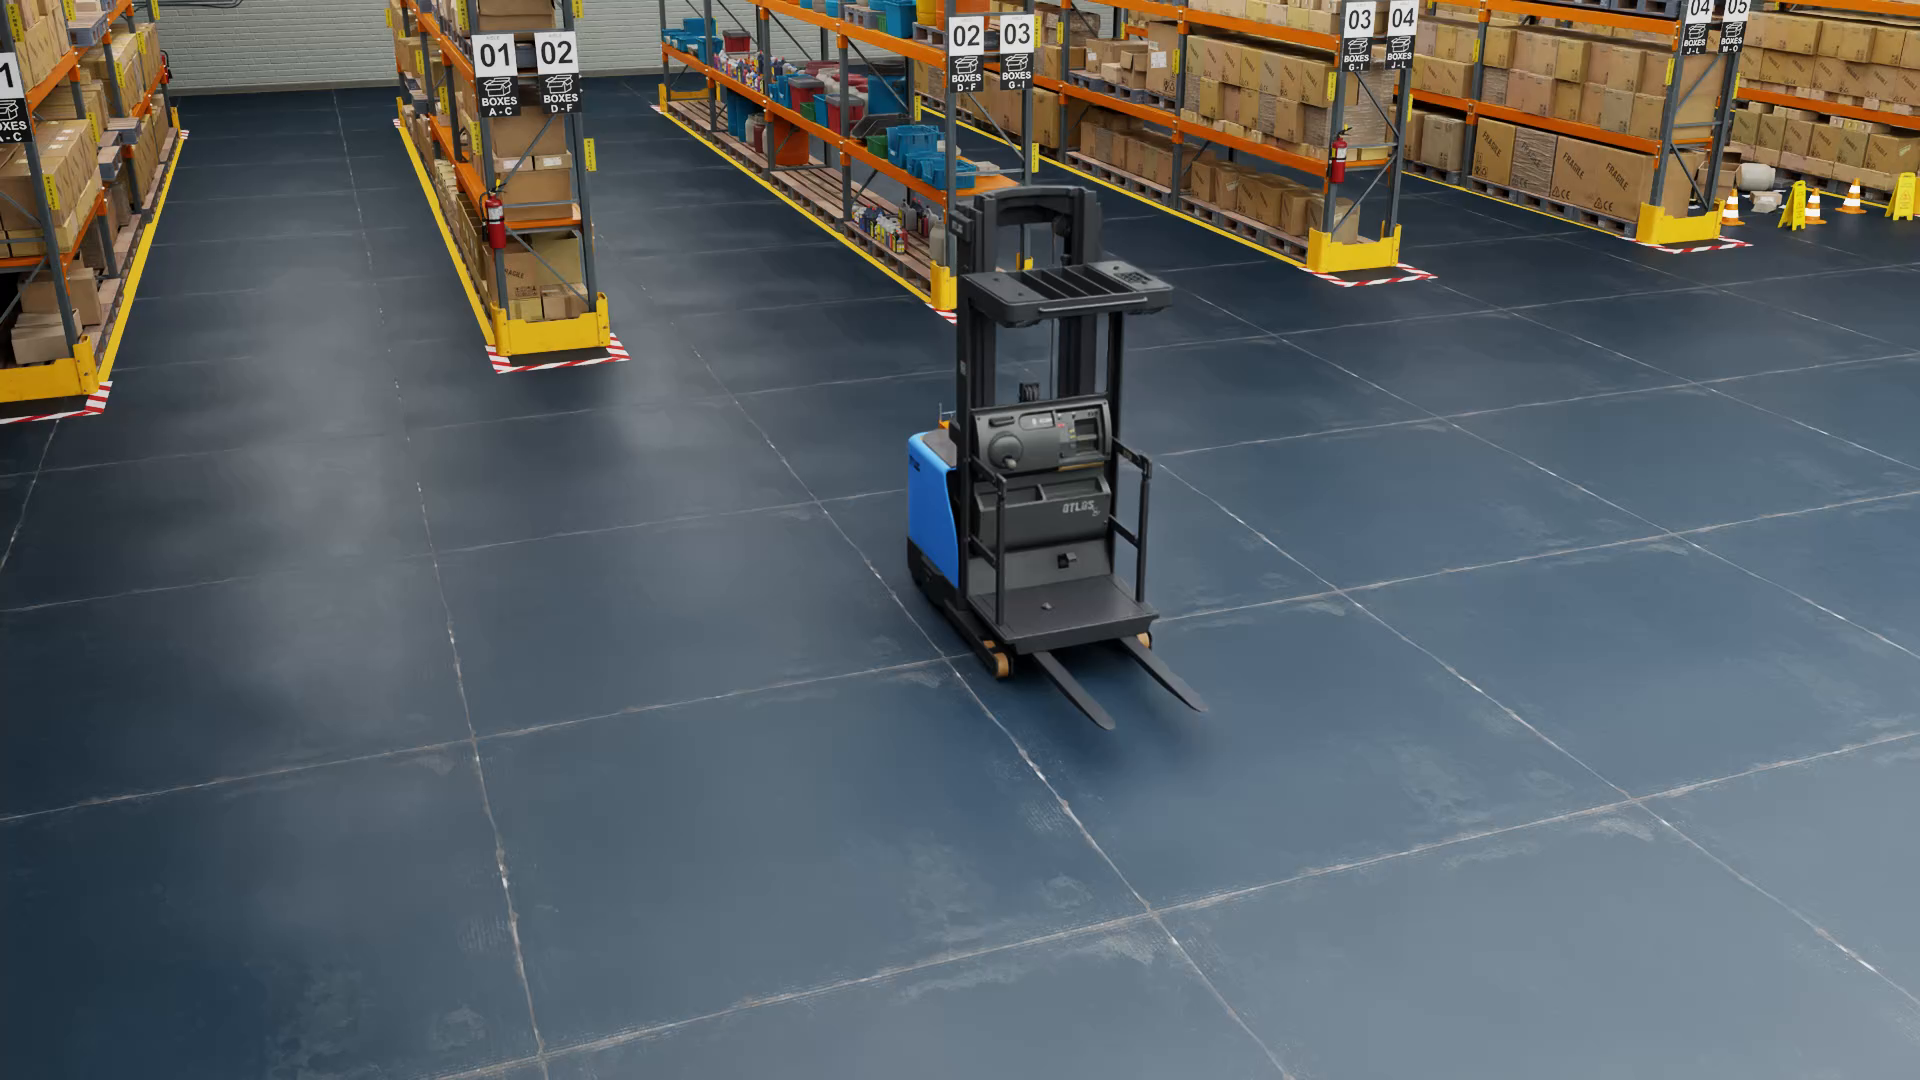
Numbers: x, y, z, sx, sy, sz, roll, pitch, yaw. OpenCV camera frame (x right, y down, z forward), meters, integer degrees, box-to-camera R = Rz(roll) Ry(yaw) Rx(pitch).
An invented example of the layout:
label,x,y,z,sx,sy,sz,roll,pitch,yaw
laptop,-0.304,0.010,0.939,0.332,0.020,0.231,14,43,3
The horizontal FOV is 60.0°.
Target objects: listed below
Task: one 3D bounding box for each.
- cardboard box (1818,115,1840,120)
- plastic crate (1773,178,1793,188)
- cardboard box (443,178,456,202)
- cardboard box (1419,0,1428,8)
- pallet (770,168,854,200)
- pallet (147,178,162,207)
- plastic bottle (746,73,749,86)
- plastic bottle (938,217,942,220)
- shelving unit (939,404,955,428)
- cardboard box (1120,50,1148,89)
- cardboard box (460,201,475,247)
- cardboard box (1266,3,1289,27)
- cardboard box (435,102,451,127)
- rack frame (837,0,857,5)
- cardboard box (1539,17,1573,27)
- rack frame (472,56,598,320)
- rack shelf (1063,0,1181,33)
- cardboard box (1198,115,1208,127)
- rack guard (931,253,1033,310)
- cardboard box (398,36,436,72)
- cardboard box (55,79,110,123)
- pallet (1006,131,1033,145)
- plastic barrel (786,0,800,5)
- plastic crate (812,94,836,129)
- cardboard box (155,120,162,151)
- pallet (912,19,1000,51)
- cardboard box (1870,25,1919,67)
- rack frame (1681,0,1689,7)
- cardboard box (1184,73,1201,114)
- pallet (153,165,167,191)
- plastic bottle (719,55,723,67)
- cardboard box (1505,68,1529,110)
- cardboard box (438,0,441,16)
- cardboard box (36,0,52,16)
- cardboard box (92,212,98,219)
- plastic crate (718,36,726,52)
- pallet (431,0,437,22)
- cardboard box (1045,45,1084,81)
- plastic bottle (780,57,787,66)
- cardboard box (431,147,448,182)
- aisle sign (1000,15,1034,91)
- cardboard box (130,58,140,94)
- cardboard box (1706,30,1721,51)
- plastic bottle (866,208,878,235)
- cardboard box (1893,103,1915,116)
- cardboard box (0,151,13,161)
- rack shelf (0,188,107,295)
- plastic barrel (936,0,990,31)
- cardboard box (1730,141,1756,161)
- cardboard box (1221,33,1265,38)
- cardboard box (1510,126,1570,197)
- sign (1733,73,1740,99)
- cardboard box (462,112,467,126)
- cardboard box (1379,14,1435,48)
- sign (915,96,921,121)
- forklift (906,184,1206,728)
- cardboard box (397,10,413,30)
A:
label,x,y,z,sx,sy,sz,roll,pitch,yaw
cardboard box,13.637,-6.332,25.945,0.500,0.500,0.500,-7,24,-16
plastic crate,12.602,-5.579,25.885,0.402,0.080,0.583,-18,29,-37
cardboard box,-6.675,-4.736,22.402,0.500,0.311,0.500,-9,24,-20
cardboard box,9.563,-11.155,33.938,0.500,0.500,0.500,-9,24,-19
pallet,-2.266,-5.450,25.409,1.003,0.211,1.213,-8,24,-19
pallet,-12.407,-5.117,24.619,1.003,0.211,1.213,-8,24,-19
plastic bottle,-3.391,-7.395,26.688,0.097,0.201,0.097,0,23,0
plastic bottle,-0.254,-3.997,21.317,0.097,0.271,0.097,0,23,0
shelving unit,-0.019,-0.503,12.592,0.215,1.050,0.252,-8,24,-19
cardboard box,2.845,-7.106,25.075,0.797,0.503,0.637,-6,24,-14
cardboard box,-5.671,-3.770,19.867,0.500,0.500,0.500,-8,24,-19
cardboard box,4.196,-6.617,20.917,0.500,0.250,0.500,-8,24,-18
cardboard box,-7.004,-5.951,23.122,0.500,0.311,0.500,-9,24,-20
rack frame,-1.090,-8.333,20.935,1.000,3.000,0.127,-8,24,-19
cardboard box,10.974,-9.720,30.533,0.500,0.500,0.500,-9,24,-20
rack frame,-4.312,-3.437,17.042,1.000,3.000,0.127,-8,24,-19
rack shelf,2.837,-8.026,24.993,1.077,0.370,4.000,-8,24,-19
cardboard box,3.528,-5.833,23.051,0.380,0.149,0.250,-8,24,-19
rack guard,0.252,-2.984,19.187,1.175,0.500,0.348,-8,24,-19
cardboard box,-8.594,-7.834,26.805,0.700,0.500,0.500,-18,29,-36
cardboard box,-11.596,-5.742,21.816,0.700,0.500,0.500,-11,25,-25
pallet,1.495,-7.156,29.456,1.003,0.211,1.213,-8,24,-19
plastic barrel,-2.185,-8.036,23.540,0.600,0.830,0.708,-8,24,-19
plastic crate,-1.771,-5.919,22.953,0.392,0.384,0.575,-8,24,-19
cardboard box,-13.527,-6.626,27.288,0.700,0.500,0.500,-9,24,-20
pallet,0.122,-5.724,18.851,1.003,0.211,1.213,-8,24,-19
cardboard box,13.671,-7.139,24.027,0.700,0.500,0.500,-8,24,-18
rack frame,9.632,-8.203,20.626,1.000,3.000,0.127,-8,24,-19
cardboard box,3.645,-6.259,23.227,0.875,0.500,0.500,-8,24,-19
pallet,-12.842,-5.561,25.672,1.003,0.211,1.213,-8,24,-19
plastic bottle,-4.047,-8.101,28.274,0.097,0.271,0.097,0,23,0
cardboard box,8.576,-6.632,24.430,0.875,0.550,0.550,-8,24,-19
cardboard box,-5.794,-6.357,19.260,0.500,0.500,0.500,-6,24,-15
cardboard box,-9.530,-5.577,16.815,0.500,0.500,0.500,-9,25,-21
cardboard box,-10.864,-3.706,20.333,0.700,0.500,0.500,-9,24,-20
plastic crate,-4.283,-9.029,30.384,0.437,0.282,0.530,-8,24,-19
pallet,-6.417,-6.999,21.874,1.003,0.211,1.213,-7,24,-17
cardboard box,1.724,-7.893,27.486,0.500,0.500,0.500,-8,24,-17
plastic bottle,-2.896,-7.763,27.371,0.144,0.351,0.185,-8,24,-19
cardboard box,-7.689,-5.702,25.069,0.500,0.500,0.500,-7,24,-17
aisle sign,0.622,-5.327,18.180,0.394,0.787,0.004,-8,24,-19
cardboard box,-12.427,-6.808,24.502,0.500,0.500,0.500,-8,24,-19
cardboard box,12.437,-8.121,27.103,0.500,0.500,0.500,-9,24,-20
plastic bottle,-1.127,-4.132,21.535,0.144,0.351,0.185,-9,25,-21
cardboard box,13.702,-6.222,23.974,0.380,0.149,0.250,-9,24,-20
cardboard box,-9.666,-3.555,16.525,0.500,0.500,0.500,-9,24,-20
rack shelf,-9.652,-3.151,17.290,1.077,0.370,4.000,-8,24,-19
plastic barrel,0.032,-6.048,18.282,0.600,0.830,0.708,-8,24,-19
cardboard box,12.770,-6.283,26.794,0.500,0.250,0.500,-10,25,-21
cardboard box,3.960,-6.766,23.142,0.500,0.500,0.500,-8,24,-19
cardboard box,8.698,-5.541,24.230,0.875,0.875,0.875,-8,24,-19
sign,10.154,-5.948,21.783,0.100,0.325,0.005,-8,24,-19
cardboard box,-5.723,-5.020,19.834,0.380,0.149,0.250,-8,24,-18
cardboard box,7.319,-8.318,27.207,0.700,0.500,0.500,-9,24,-20
sign,-0.572,-5.768,22.216,0.100,0.325,0.005,-8,24,-19
forklift,0.605,-0.659,10.540,1.130,2.935,3.031,-8,24,-19
cardboard box,-9.156,-8.638,27.966,0.500,0.500,0.500,-9,24,-20
